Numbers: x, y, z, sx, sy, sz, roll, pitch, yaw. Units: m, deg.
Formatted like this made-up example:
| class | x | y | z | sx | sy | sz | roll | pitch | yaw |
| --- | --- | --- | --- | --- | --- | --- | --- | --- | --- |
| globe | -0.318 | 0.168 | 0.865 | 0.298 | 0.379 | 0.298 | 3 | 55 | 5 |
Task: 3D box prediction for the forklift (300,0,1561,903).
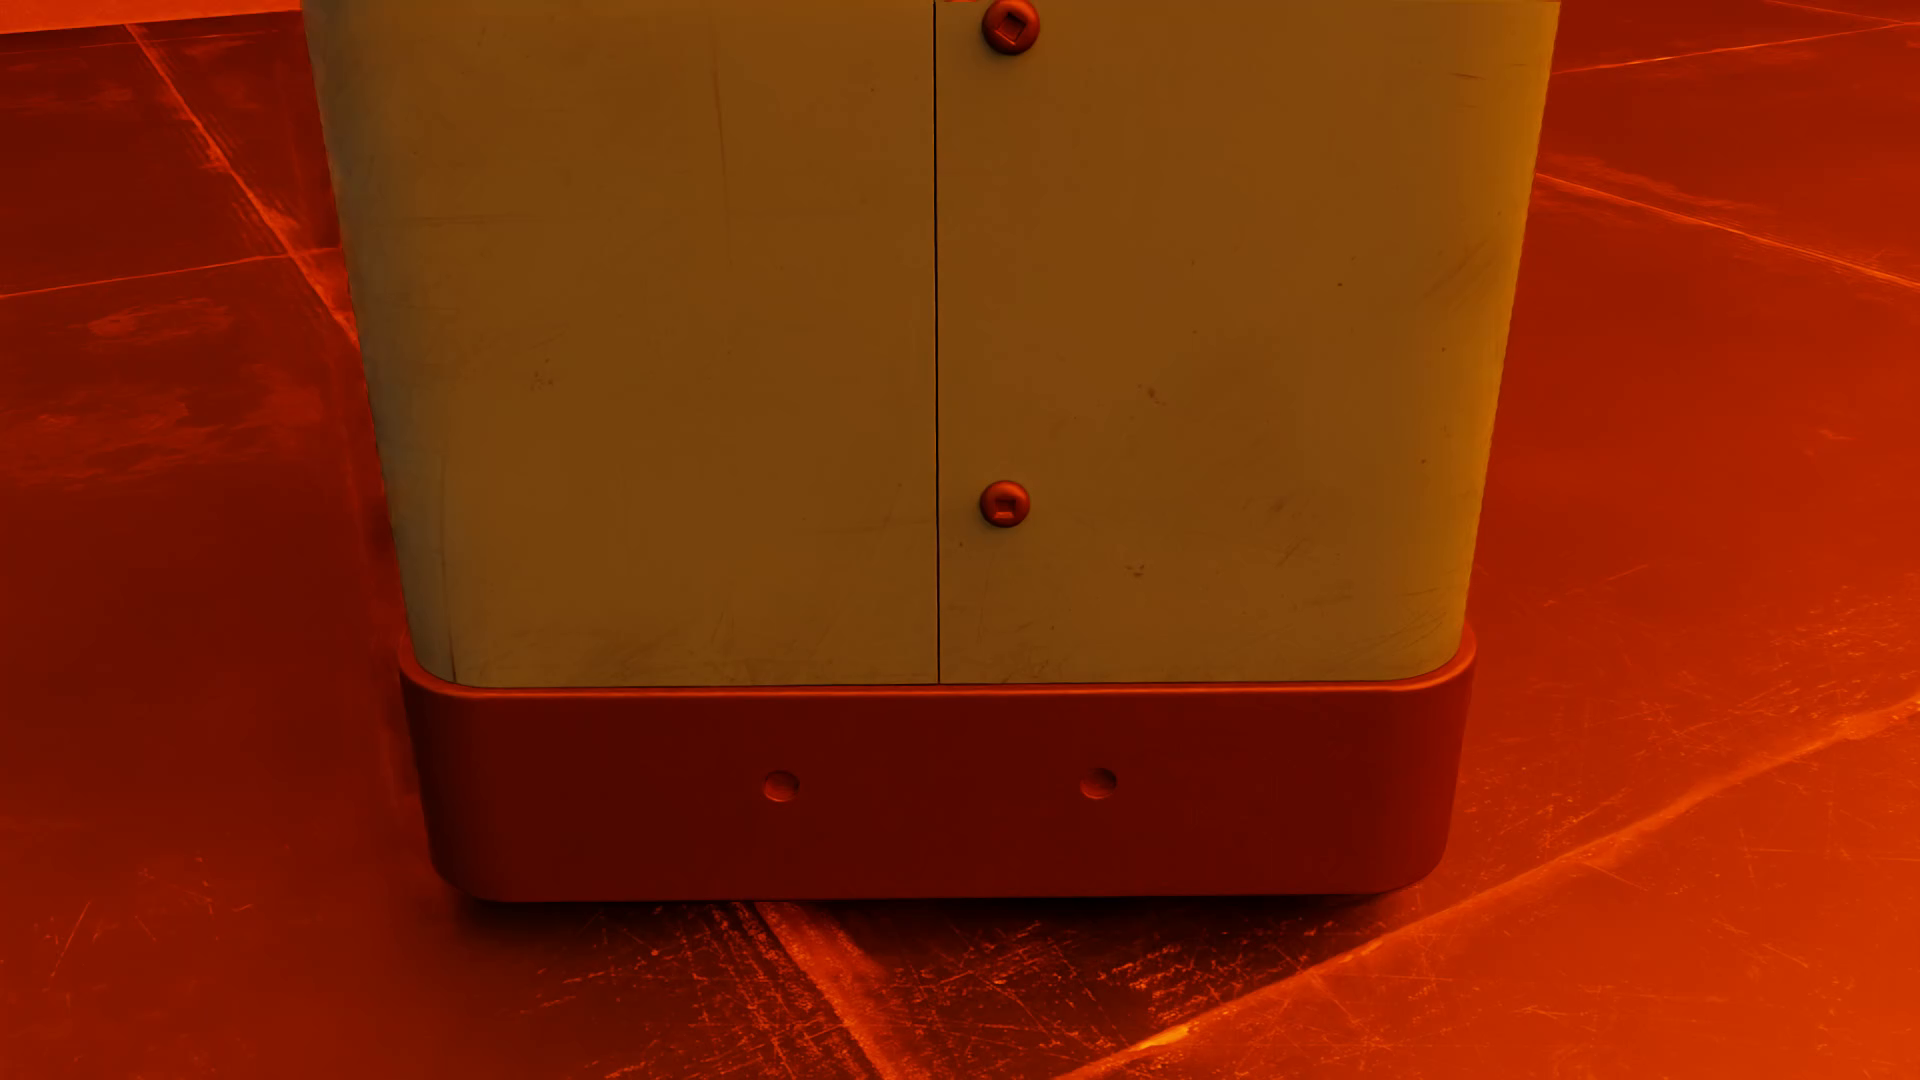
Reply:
| class | x | y | z | sx | sy | sz | roll | pitch | yaw |
| --- | --- | --- | --- | --- | --- | --- | --- | --- | --- |
| forklift | -0.042 | -1.573 | 2.362 | 1.130 | 2.935 | 3.031 | 0 | 27 | -1 |
